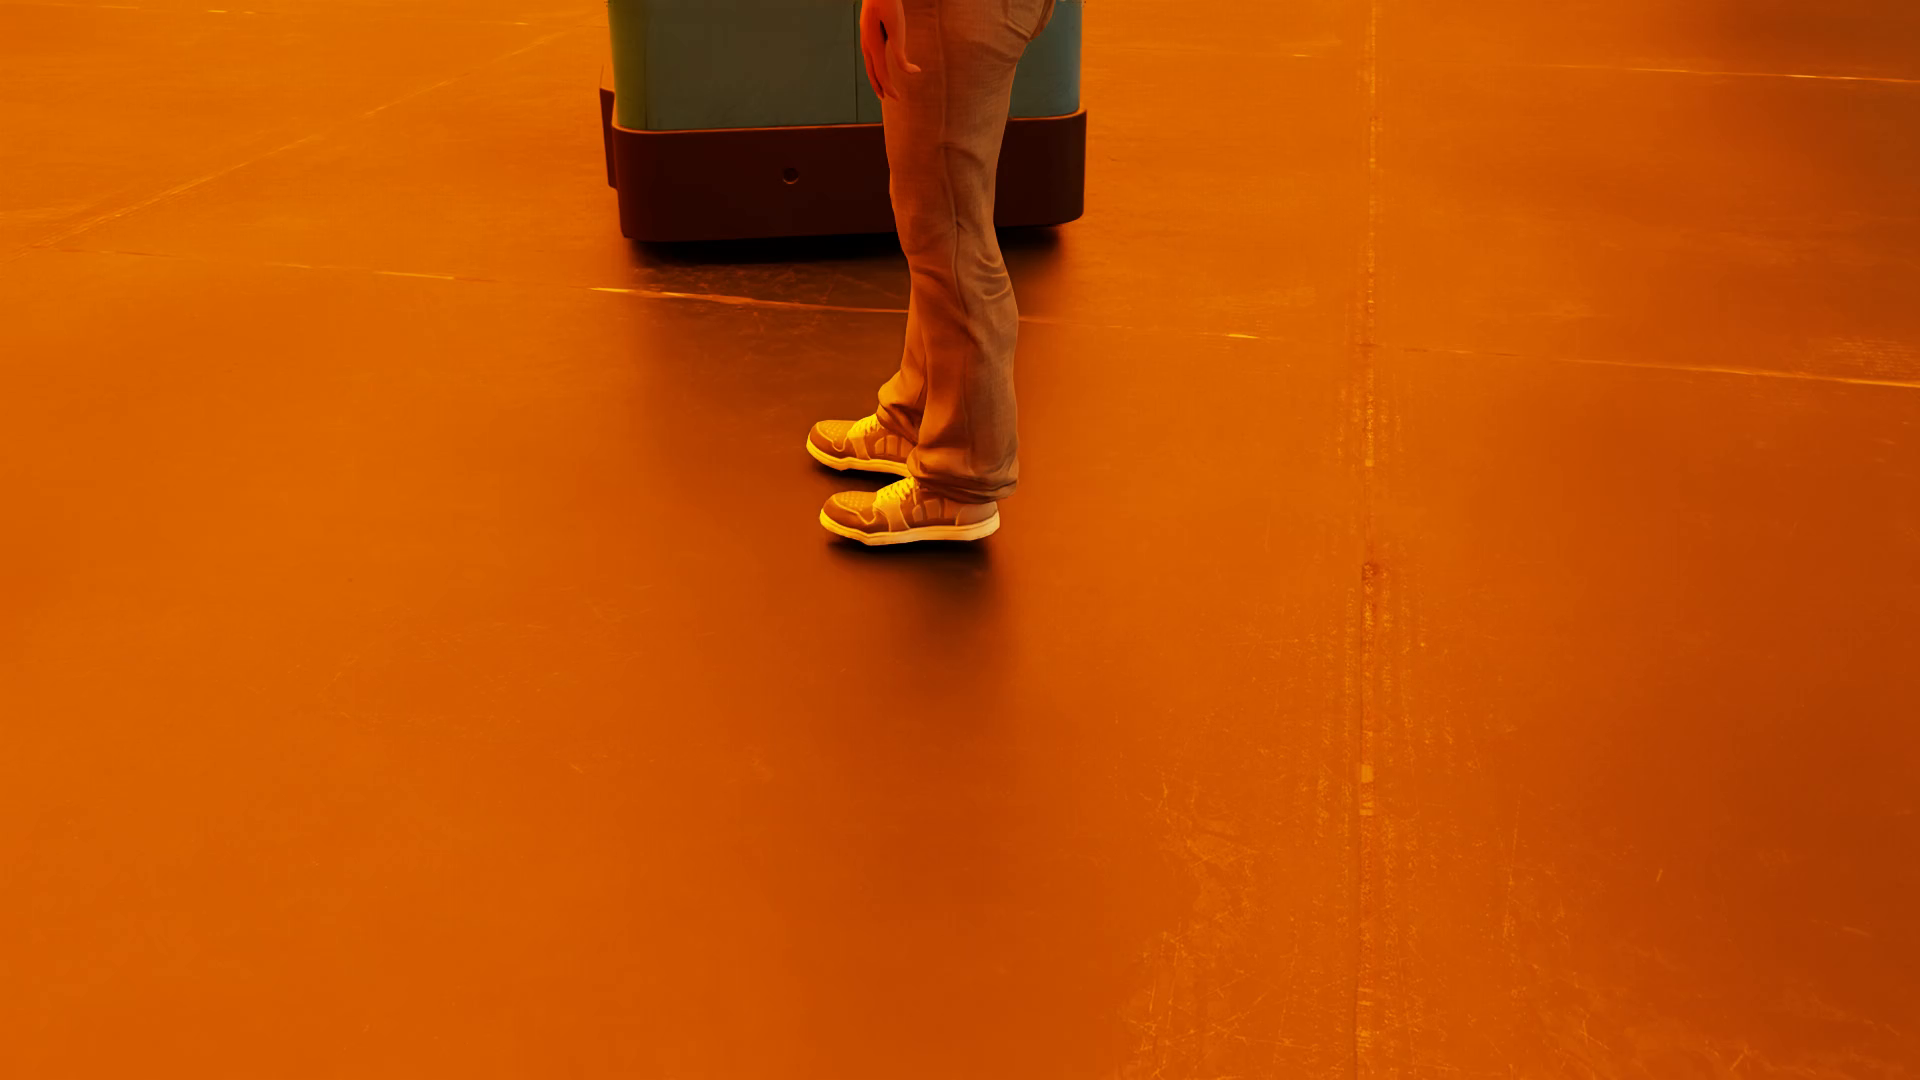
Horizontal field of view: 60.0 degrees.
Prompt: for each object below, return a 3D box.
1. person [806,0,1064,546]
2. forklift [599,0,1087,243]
[{"bbox_3d":[-0.070,-0.733,2.164,0.473,1.599,0.520,6,27,11],"label":"person"},{"bbox_3d":[-0.458,-2.596,4.391,1.130,2.935,3.031,-4,27,-8],"label":"forklift"}]
